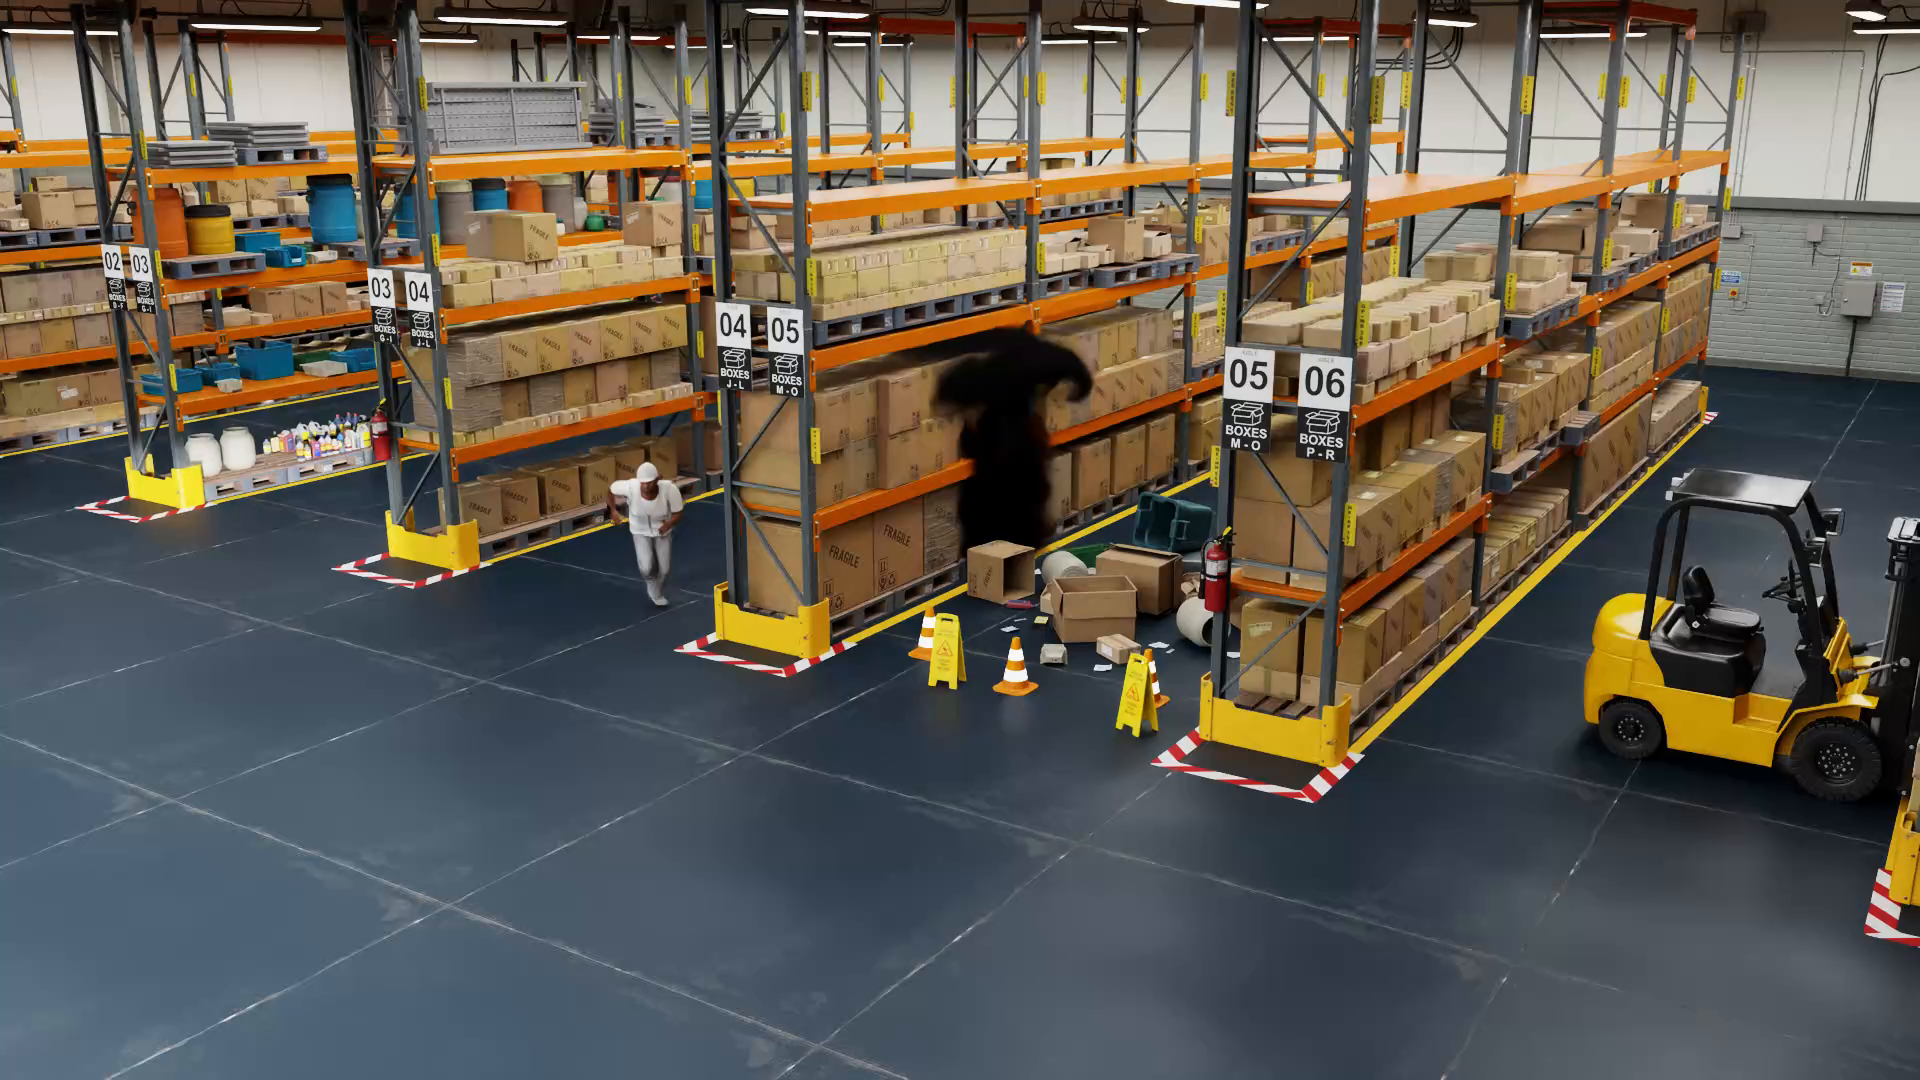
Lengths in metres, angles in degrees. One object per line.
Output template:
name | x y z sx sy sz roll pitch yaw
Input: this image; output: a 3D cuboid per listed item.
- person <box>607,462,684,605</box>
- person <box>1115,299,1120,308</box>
person | -3.079 -0.042 16.348 0.737 1.576 0.843 -2 16 -9
person | 2.682 -3.250 27.827 0.621 1.680 0.786 6 17 22
